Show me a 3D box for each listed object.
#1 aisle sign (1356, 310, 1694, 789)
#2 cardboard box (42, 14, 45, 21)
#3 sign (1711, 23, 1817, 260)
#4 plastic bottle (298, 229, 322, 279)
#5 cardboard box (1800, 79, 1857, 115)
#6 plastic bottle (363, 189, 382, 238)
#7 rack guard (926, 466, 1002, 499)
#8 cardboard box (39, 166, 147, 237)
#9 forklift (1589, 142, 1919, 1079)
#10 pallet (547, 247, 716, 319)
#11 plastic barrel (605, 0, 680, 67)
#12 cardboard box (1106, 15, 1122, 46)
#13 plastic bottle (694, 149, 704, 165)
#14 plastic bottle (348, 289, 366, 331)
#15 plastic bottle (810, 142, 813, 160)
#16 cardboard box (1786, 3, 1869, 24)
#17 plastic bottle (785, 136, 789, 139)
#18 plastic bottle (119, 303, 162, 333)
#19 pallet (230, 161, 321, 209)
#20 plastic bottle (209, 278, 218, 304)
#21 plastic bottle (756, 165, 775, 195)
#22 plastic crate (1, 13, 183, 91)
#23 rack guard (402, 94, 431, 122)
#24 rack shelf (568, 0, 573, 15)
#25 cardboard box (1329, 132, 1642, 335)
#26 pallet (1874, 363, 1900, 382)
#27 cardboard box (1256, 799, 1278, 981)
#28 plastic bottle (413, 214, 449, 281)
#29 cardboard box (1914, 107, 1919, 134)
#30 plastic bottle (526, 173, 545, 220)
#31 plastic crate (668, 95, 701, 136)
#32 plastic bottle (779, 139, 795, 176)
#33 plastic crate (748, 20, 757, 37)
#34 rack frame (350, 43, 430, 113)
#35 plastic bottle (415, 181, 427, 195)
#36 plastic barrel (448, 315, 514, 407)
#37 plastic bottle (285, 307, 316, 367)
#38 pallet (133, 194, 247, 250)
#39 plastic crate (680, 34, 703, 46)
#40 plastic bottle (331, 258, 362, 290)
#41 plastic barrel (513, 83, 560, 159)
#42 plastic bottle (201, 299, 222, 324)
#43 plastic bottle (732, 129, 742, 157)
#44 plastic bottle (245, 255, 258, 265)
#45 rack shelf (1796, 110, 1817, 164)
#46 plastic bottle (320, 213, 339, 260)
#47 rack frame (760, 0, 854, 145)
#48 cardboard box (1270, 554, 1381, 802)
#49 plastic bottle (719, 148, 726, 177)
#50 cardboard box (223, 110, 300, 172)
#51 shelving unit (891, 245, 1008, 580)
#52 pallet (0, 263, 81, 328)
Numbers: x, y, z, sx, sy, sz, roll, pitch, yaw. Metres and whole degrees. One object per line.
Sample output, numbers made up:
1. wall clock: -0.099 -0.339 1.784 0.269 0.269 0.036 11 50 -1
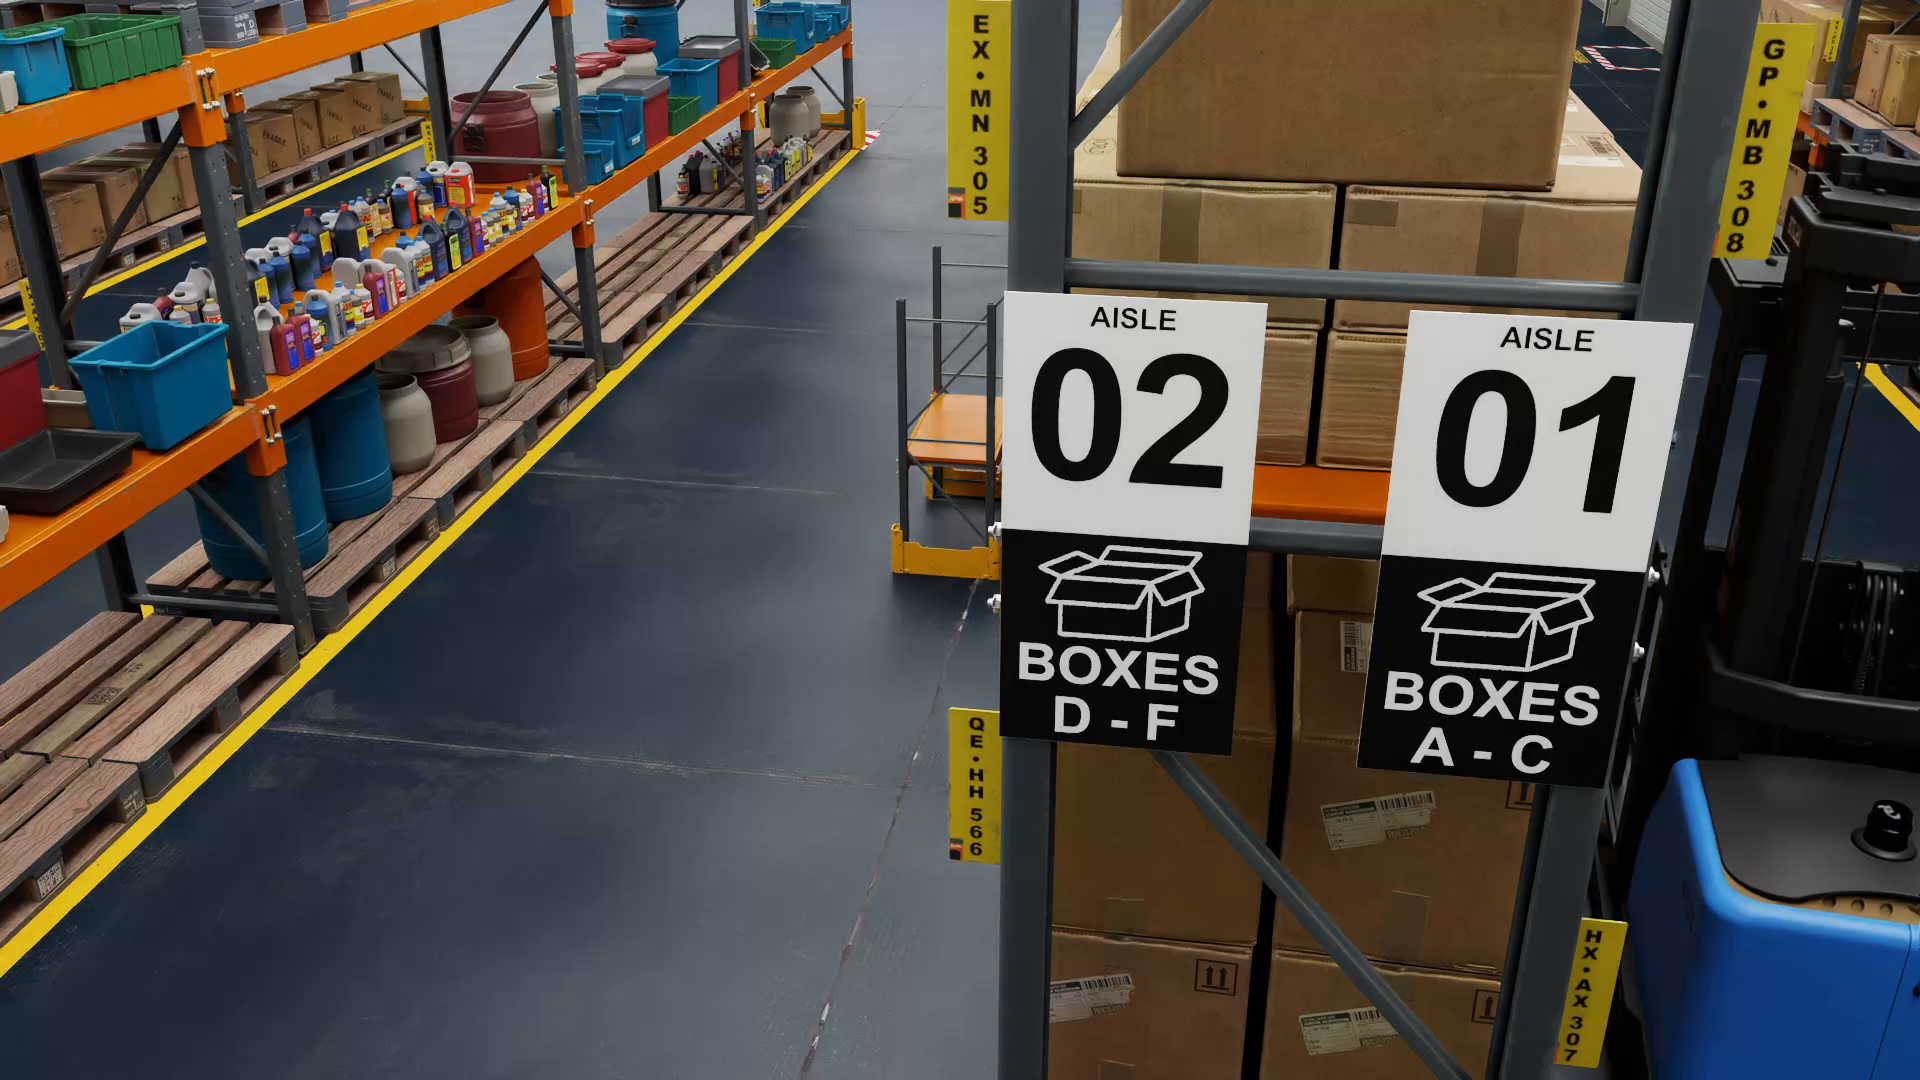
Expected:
1. aisle sign: 0.853 0.035 2.571 0.394 0.787 0.004 4 25 9
2. cardboard box: -7.429 -4.049 13.745 0.797 0.503 0.637 7 26 14
3. sign: 1.110 -0.554 2.325 0.100 0.325 0.005 4 25 9
4. plastic bottle: -3.636 -1.602 9.287 0.097 0.271 0.097 0 25 0
5. cardboard box: 7.202 -3.674 13.714 0.500 0.250 0.500 4 25 9
6. plastic bottle: -3.574 -1.973 10.064 0.061 0.283 0.133 4 25 9
7. rack guard: 0.094 -0.353 9.710 0.587 0.250 0.087 4 25 9
8. cardboard box: -7.546 -2.923 14.386 0.700 0.500 0.500 2 25 4
9. forklift: 2.941 0.091 5.598 1.130 2.935 3.031 6 26 14
10. pallet: -2.637 -2.094 13.476 1.003 0.211 1.213 4 25 9
11. plastic barrel: -2.712 -4.287 14.279 0.600 0.901 0.708 4 25 9
12. cardboard box: 0.649 -1.214 4.354 0.500 0.250 0.500 4 25 9
13. plastic bottle: -2.498 -3.569 15.943 0.144 0.351 0.185 3 25 6
14. plastic bottle: -3.084 -1.172 8.450 0.097 0.201 0.097 0 25 0
15. plastic bottle: -1.564 -4.007 17.053 0.097 0.201 0.097 0 25 0
16. cardboard box: 7.272 -4.223 14.002 0.500 0.500 0.500 4 25 8
17. plastic bottle: -1.737 -3.947 16.830 0.061 0.283 0.133 4 25 9
18. plastic bottle: -3.912 -0.985 7.963 0.152 0.276 0.135 4 25 9
19. pallet: -7.162 -3.564 16.615 1.003 0.211 1.213 4 25 9
20. plastic bottle: -3.688 -1.229 8.396 0.144 0.351 0.185 4 25 9
21. plastic bottle: -1.840 -3.406 15.682 0.152 0.276 0.135 5 26 10
22. plastic crate: -3.429 -1.919 6.523 0.450 0.188 0.662 4 25 9
23. rack guard: -6.595 -5.052 19.454 1.175 0.500 0.348 4 25 9
24. rack shelf: -2.677 -4.397 12.415 1.077 0.370 4.000 4 25 9
25. cardboard box: 0.916 -0.551 2.937 0.500 0.250 0.500 4 25 9
26. pallet: 7.101 -1.413 12.021 1.003 0.211 1.213 4 25 9
27. cardboard box: 0.987 0.735 4.024 0.500 0.500 0.500 4 25 8
28. plastic bottle: -2.955 -1.631 9.255 0.144 0.351 0.185 4 25 9
29. cardboard box: 7.132 -3.037 11.563 0.700 0.500 0.500 8 26 16
30. plastic bottle: -2.687 -2.179 10.505 0.061 0.283 0.133 4 25 9
31. plastic crate: -2.356 -3.356 13.132 0.450 0.188 0.662 4 25 9
32. plastic bottle: -1.709 -3.765 16.362 0.144 0.351 0.185 4 25 8
33. plastic crate: -2.160 -5.402 17.563 0.298 0.136 0.250 4 25 9
34. rack frame: -6.583 -6.216 18.992 1.000 3.000 0.127 4 25 9
35. plastic bottle: -3.455 -2.191 10.628 0.097 0.201 0.097 0 25 0
36. plastic barrel: -3.071 -1.143 10.592 0.421 0.512 0.421 0 25 0
37. plastic bottle: -3.155 -0.981 7.945 0.061 0.283 0.133 4 25 9
38. pallet: -7.362 -2.955 15.314 1.003 0.211 1.213 4 25 9
39. plastic crate: -2.437 -4.615 15.746 0.499 0.251 0.616 4 25 9
40. plastic bottle: -3.205 -1.363 8.770 0.152 0.276 0.135 4 25 9
41. plastic barrel: -3.047 -3.023 12.038 0.421 0.512 0.421 0 25 0
42. plastic bottle: -3.726 -1.104 8.304 0.097 0.201 0.097 0 25 0
43. plastic bottle: -2.300 -4.100 17.170 0.097 0.271 0.097 0 25 0
44. plastic bottle: -3.770 -1.349 8.740 0.152 0.276 0.135 4 25 9
45. rack shelf: 7.750 -4.025 15.158 1.077 0.370 4.000 4 25 9
46. plastic bottle: -3.620 -1.733 9.559 0.152 0.276 0.135 4 25 9
47. rack frame: -1.696 -5.873 18.259 1.000 3.000 0.127 4 25 9
48. cardboard box: 0.985 0.279 3.819 0.500 0.500 0.500 4 25 9
49. plastic bottle: -2.340 -3.678 16.254 0.061 0.283 0.133 4 25 9
50. cardboard box: -7.046 -4.006 16.724 0.500 0.500 0.500 13 28 25
51. shelving unit: 0.012 -0.711 9.000 0.587 1.500 1.083 4 25 9
52. pallet: -7.761 -1.934 13.133 1.003 0.211 1.213 4 25 9
